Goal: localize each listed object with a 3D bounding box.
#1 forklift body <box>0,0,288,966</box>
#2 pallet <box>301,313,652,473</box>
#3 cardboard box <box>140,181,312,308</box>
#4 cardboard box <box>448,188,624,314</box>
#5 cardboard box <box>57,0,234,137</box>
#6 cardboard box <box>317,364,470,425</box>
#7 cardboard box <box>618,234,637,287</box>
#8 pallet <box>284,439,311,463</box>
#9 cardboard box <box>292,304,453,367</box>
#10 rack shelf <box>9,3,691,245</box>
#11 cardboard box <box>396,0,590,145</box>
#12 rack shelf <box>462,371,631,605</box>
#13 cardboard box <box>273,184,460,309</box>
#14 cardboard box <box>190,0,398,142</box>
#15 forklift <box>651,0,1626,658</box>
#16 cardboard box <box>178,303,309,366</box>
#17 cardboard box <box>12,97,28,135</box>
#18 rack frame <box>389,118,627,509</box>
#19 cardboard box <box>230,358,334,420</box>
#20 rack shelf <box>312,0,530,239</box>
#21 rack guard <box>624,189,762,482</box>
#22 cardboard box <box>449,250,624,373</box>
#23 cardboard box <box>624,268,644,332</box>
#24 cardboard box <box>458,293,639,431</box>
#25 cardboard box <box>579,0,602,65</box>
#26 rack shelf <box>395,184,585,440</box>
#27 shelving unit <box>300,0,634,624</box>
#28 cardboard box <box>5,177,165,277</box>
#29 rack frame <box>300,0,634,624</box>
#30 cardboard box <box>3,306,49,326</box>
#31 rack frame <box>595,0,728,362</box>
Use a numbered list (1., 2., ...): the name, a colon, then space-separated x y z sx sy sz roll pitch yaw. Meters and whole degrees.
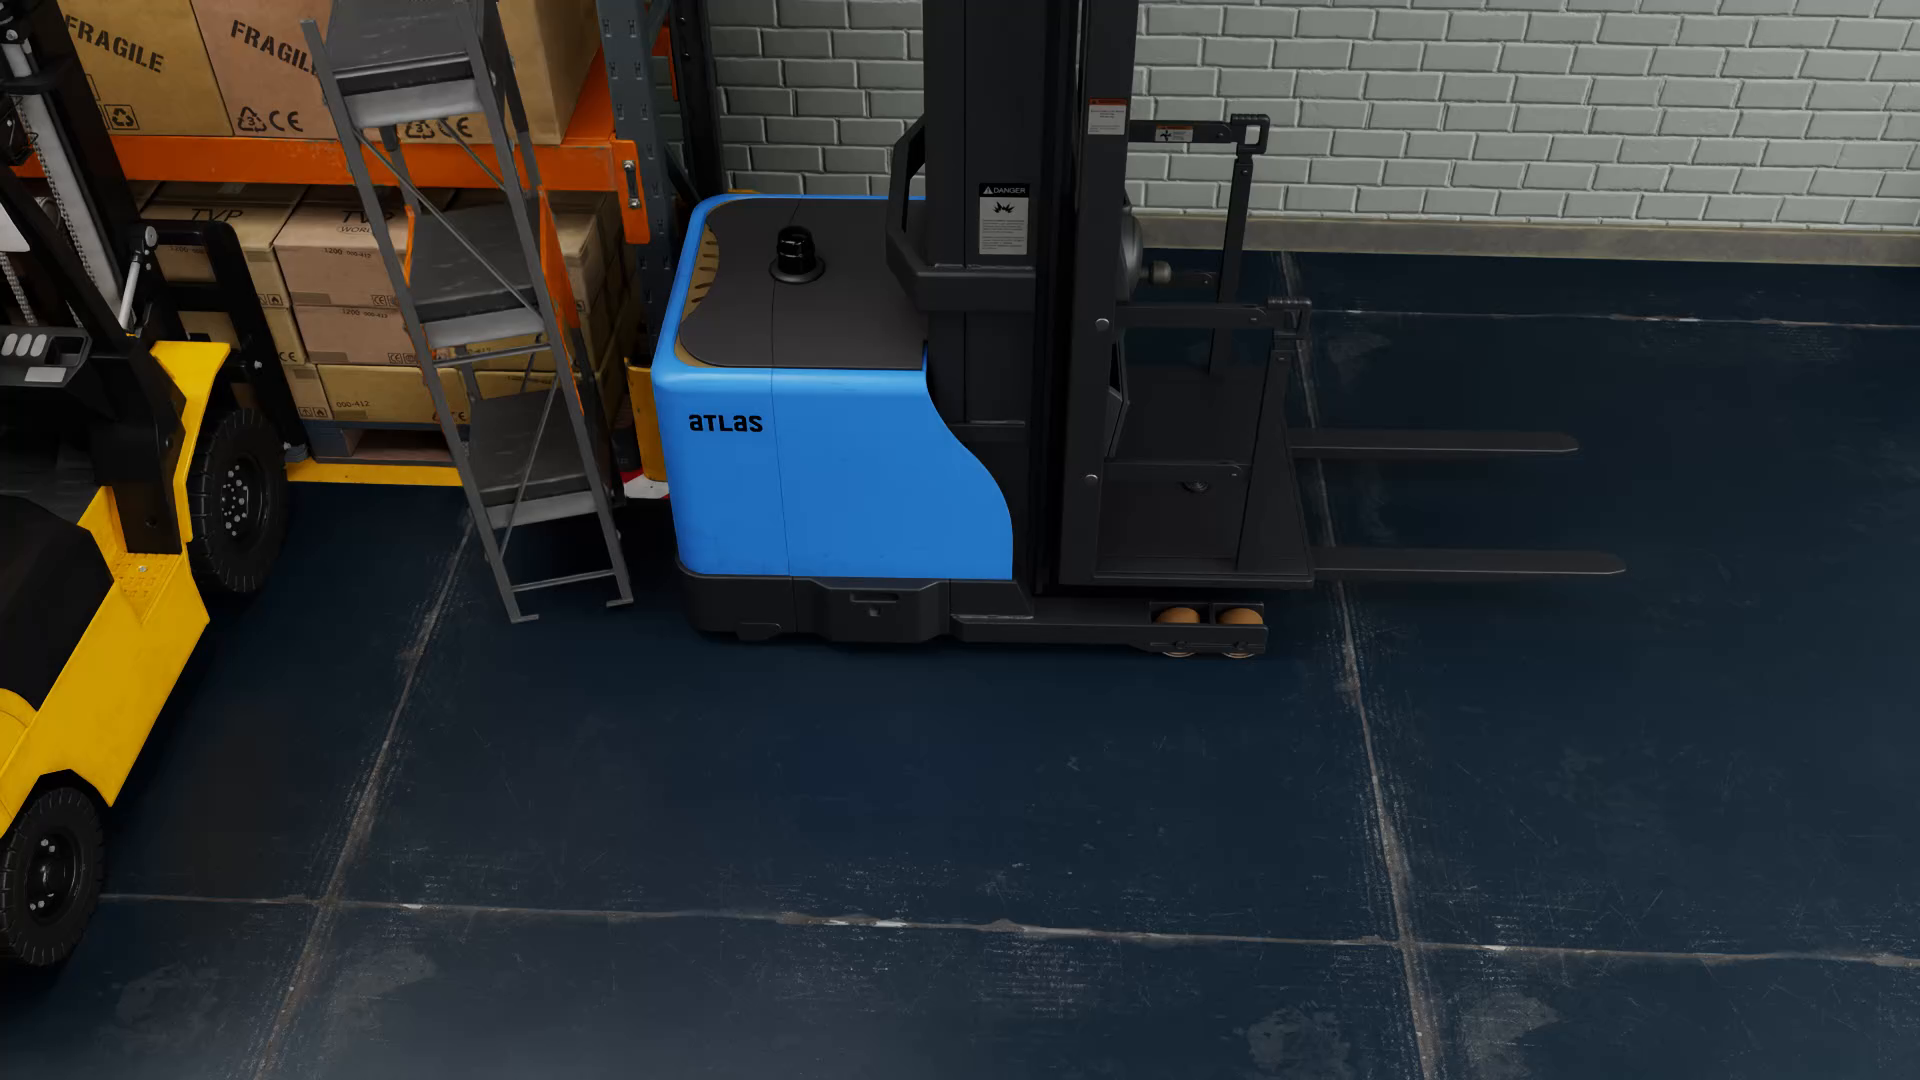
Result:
1. forklift body: -2.953 -0.208 4.395 1.214 2.155 2.313 2 43 2
2. pallet: -1.742 -0.677 6.322 1.213 0.211 1.003 2 43 2
3. cardboard box: -2.465 -1.038 5.640 0.500 0.250 0.500 2 43 2
4. cardboard box: -1.451 -1.018 5.618 0.500 0.250 0.500 3 43 3
5. cardboard box: -2.510 -1.613 5.208 0.500 0.500 0.500 1 43 1
6. cardboard box: -1.956 -0.671 5.979 0.500 0.250 0.500 2 43 2
7. cardboard box: -1.437 -1.189 6.168 0.500 0.250 0.500 2 43 3
8. pallet: -2.958 -0.717 6.364 1.213 0.211 1.003 2 43 2
9. cardboard box: -1.977 -0.858 5.813 0.500 0.250 0.500 1 43 1
10. rack shelf: -2.974 -1.501 5.688 4.000 0.370 1.077 2 43 2
11. cardboard box: -1.480 -1.576 5.167 0.500 0.500 0.500 1 43 1
12. rack shelf: -1.340 -0.171 5.420 0.431 0.518 0.480 -10 44 -6
13. cardboard box: -1.961 -1.030 5.630 0.500 0.250 0.500 2 43 3
14. cardboard box: -1.998 -1.598 5.191 0.500 0.500 0.500 3 43 3
15. forklift: 0.626 -1.063 4.740 3.031 2.935 1.130 1 43 1
16. cardboard box: -2.494 -0.860 5.814 0.500 0.250 0.500 1 43 1
17. cardboard box: -3.012 -1.621 5.216 0.500 0.500 0.500 2 43 2
18. rack frame: -1.428 -0.851 5.105 0.400 2.100 0.015 -10 44 -6
19. cardboard box: -2.456 -0.693 6.002 0.500 0.250 0.500 2 43 2
20. rack shelf: -1.422 -1.185 4.458 0.431 0.518 0.480 -10 44 -6
21. rack guard: -0.952 -0.787 6.228 0.348 0.500 1.175 2 43 2
22. cardboard box: -1.477 -0.835 5.788 0.500 0.250 0.500 1 43 1
23. cardboard box: -1.458 -0.998 6.330 0.500 0.250 0.500 2 43 2
24. cardboard box: -1.460 -0.650 5.956 0.500 0.250 0.500 2 43 2
25. cardboard box: -1.459 -1.944 5.562 0.500 0.500 0.500 3 43 3
26. rack shelf: -1.381 -0.678 4.939 0.431 0.518 0.480 -10 44 -6
27. shelving unit: -1.382 -0.688 4.930 0.431 2.100 0.503 -10 44 -6
28. cardboard box: -2.971 -1.059 5.662 0.500 0.250 0.500 1 43 1
29. rack frame: -1.336 -0.525 4.754 0.400 2.100 0.015 -10 44 -6
30. cardboard box: -2.994 -0.877 5.834 0.500 0.250 0.500 2 43 2
31. rack frame: -0.976 -1.703 5.377 0.127 3.000 1.000 2 43 2
